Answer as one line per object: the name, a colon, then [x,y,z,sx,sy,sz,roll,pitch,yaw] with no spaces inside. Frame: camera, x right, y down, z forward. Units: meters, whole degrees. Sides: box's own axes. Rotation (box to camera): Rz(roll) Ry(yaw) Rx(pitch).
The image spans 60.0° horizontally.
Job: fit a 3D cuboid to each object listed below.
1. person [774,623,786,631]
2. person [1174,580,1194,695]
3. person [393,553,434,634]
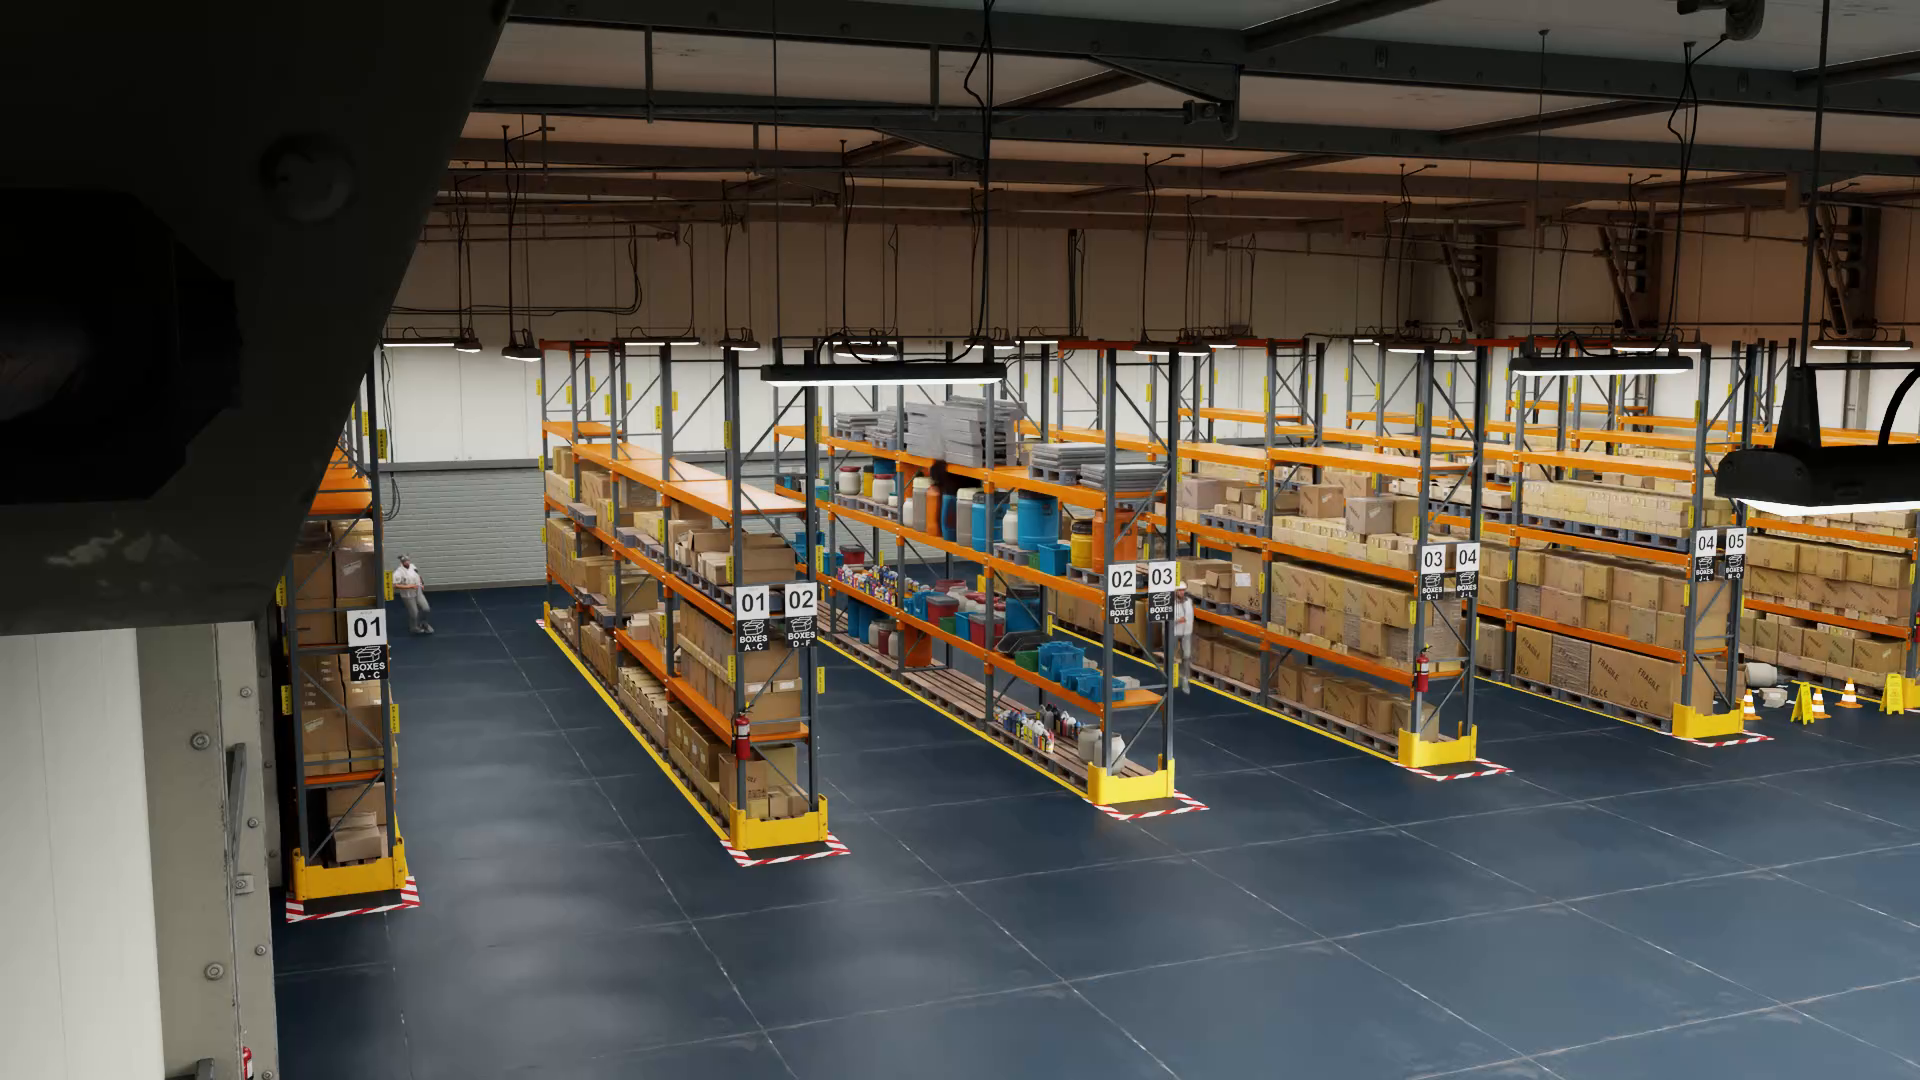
person: [-3.368,1.400,30.217,0.646,1.758,0.689,-5,9,-34]
person: [3.659,1.600,27.652,0.643,1.872,0.805,-2,8,-16]
person: [-11.120,1.100,33.795,0.595,1.728,0.819,6,9,37]
